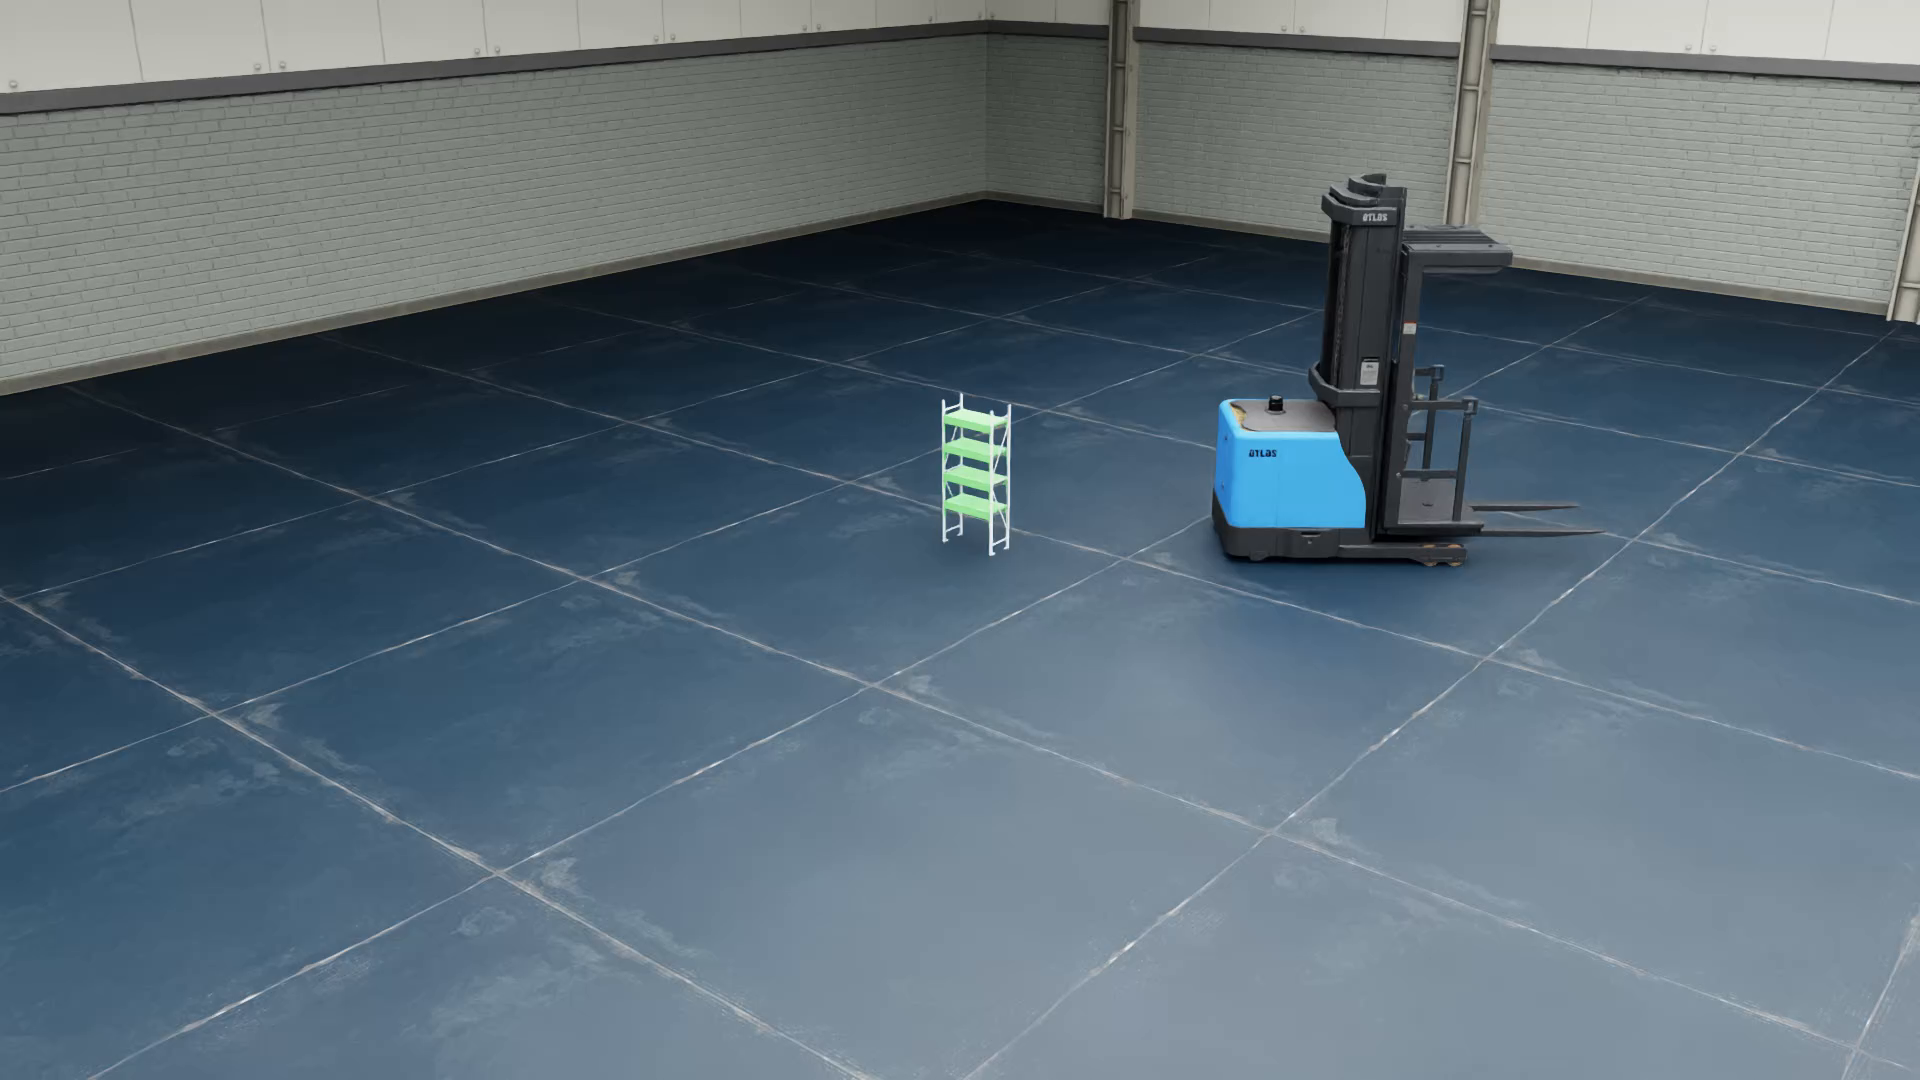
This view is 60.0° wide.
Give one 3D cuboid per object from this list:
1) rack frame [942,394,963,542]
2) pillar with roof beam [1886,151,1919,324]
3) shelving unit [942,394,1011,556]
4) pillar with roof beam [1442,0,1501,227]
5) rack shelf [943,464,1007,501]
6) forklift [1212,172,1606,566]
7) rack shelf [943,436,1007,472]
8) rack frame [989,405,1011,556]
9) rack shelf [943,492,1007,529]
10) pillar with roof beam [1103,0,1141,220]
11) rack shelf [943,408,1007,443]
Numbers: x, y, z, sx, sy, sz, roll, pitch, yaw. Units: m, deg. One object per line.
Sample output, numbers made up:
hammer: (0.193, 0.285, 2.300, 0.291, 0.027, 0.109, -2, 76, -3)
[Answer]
rack frame: (-0.061, -0.579, 13.503, 0.015, 1.200, 0.240, 16, 26, 36)
pillar with roof beam: (9.250, -5.817, 16.340, 0.400, 9.000, 9.100, 16, 26, 36)
shelving unit: (0.128, -0.524, 13.359, 0.503, 1.200, 0.258, 16, 26, 36)
pillar with roof beam: (4.602, -7.155, 19.889, 0.400, 9.000, 9.100, 16, 26, 36)
rack shelf: (0.128, -0.465, 13.381, 0.480, 0.148, 0.258, 16, 26, 36)
forklift: (3.630, -1.356, 13.111, 3.031, 2.935, 1.130, 0, 21, 1)
rack shelf: (0.128, -0.689, 13.296, 0.480, 0.148, 0.258, 16, 26, 36)
rack frame: (0.317, -0.470, 13.214, 0.015, 1.200, 0.240, 16, 26, 36)
rack shelf: (0.128, -0.240, 13.466, 0.480, 0.148, 0.258, 16, 26, 36)
pillar with roof beam: (-0.047, -8.494, 23.439, 0.400, 9.000, 9.100, 16, 26, 36)
rack shelf: (0.128, -0.914, 13.212, 0.480, 0.148, 0.258, 16, 26, 36)
